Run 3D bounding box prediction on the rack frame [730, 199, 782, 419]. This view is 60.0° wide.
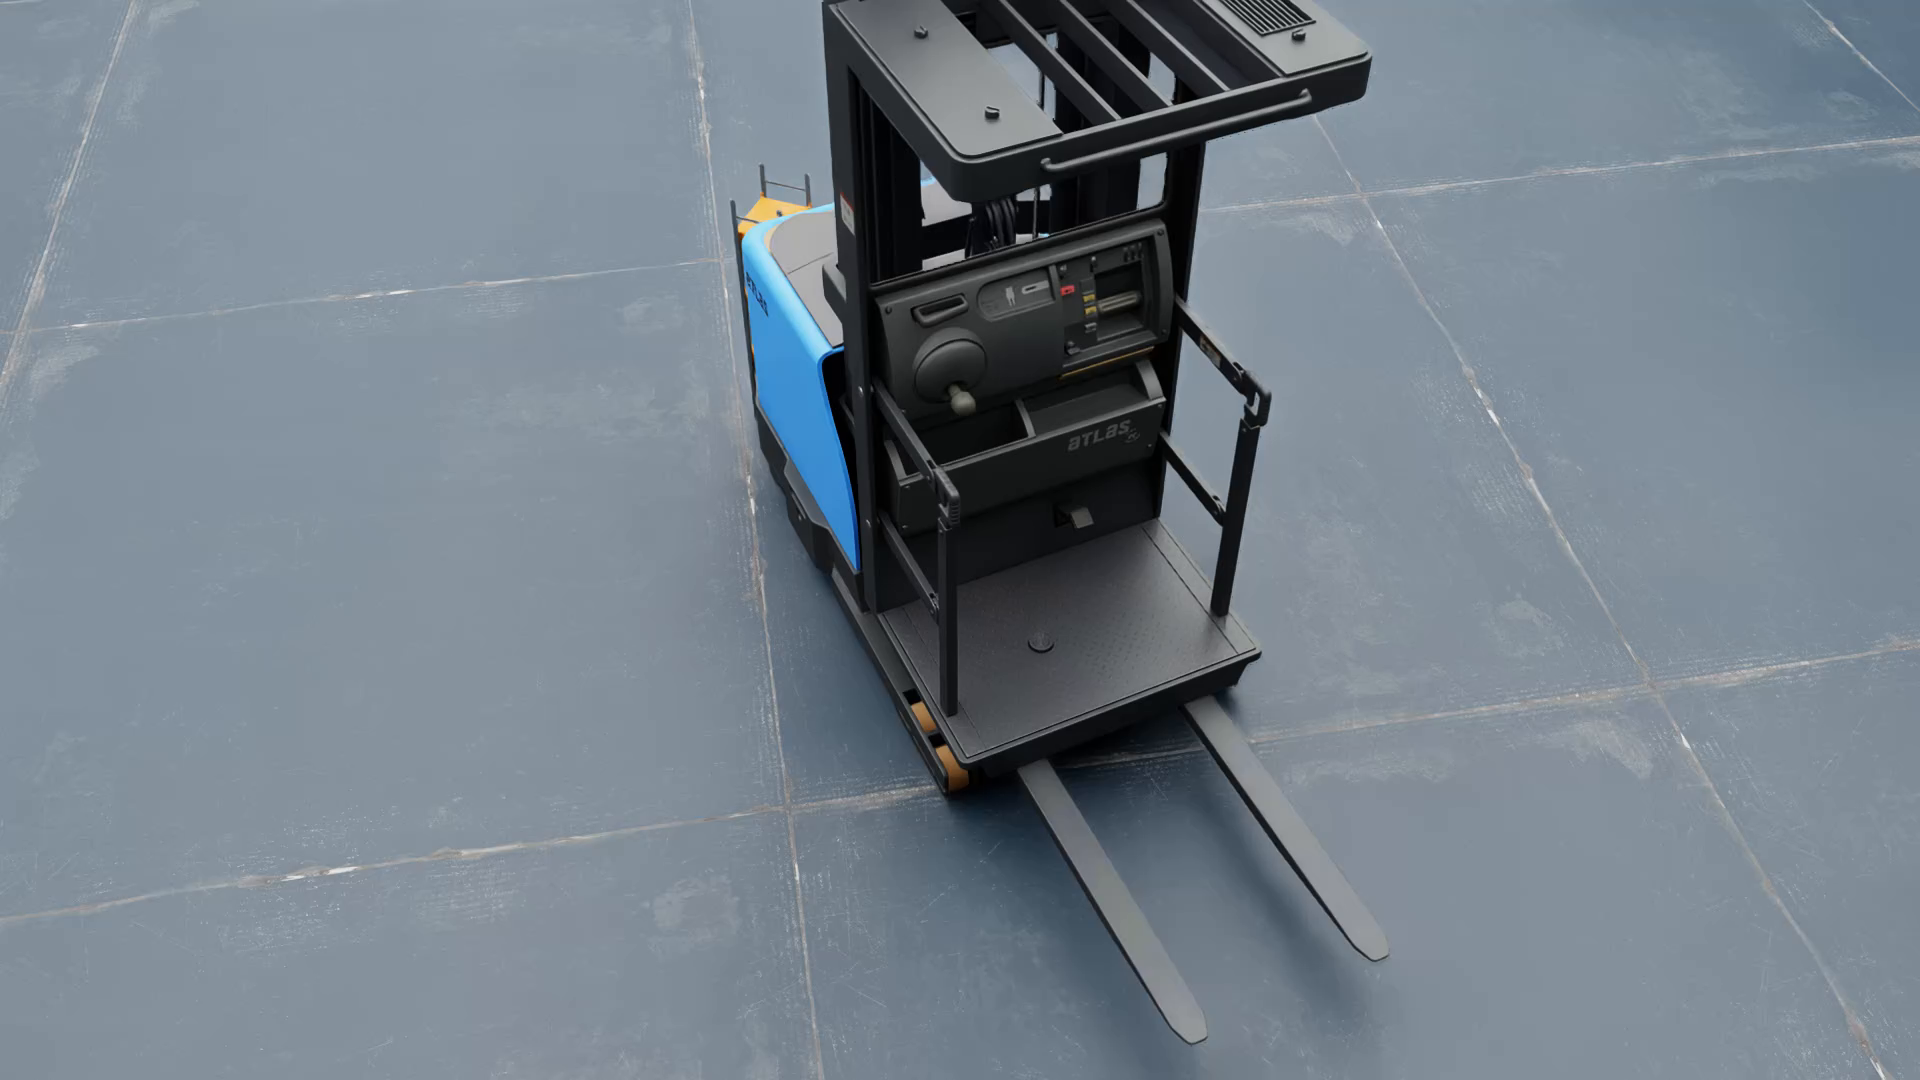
[{"bbox_3d":[-0.732,-0.832,6.321,0.200,1.050,0.008,15,48,14],"label":"rack frame"}]

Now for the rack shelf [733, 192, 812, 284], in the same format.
[{"bbox_3d":[-0.689,-1.104,6.204,0.215,0.259,0.240,15,48,14],"label":"rack shelf"}]

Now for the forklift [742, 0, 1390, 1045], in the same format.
[{"bbox_3d":[0.299,-0.555,4.749,1.130,2.935,3.031,-19,49,-17],"label":"forklift"}]

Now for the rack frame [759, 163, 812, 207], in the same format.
[{"bbox_3d":[-0.647,-0.996,6.480,0.200,1.050,0.008,15,48,14],"label":"rack frame"}]

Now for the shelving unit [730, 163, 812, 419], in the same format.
[{"bbox_3d":[-0.690,-0.914,6.401,0.215,1.050,0.252,15,48,14],"label":"shelving unit"}]

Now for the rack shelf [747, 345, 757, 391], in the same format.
[{"bbox_3d":[-0.690,-0.713,6.608,0.215,0.259,0.240,15,48,14],"label":"rack shelf"}]

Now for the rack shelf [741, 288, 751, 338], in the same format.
[{"bbox_3d":[-0.690,-0.907,6.408,0.215,0.259,0.240,15,48,14],"label":"rack shelf"}]
